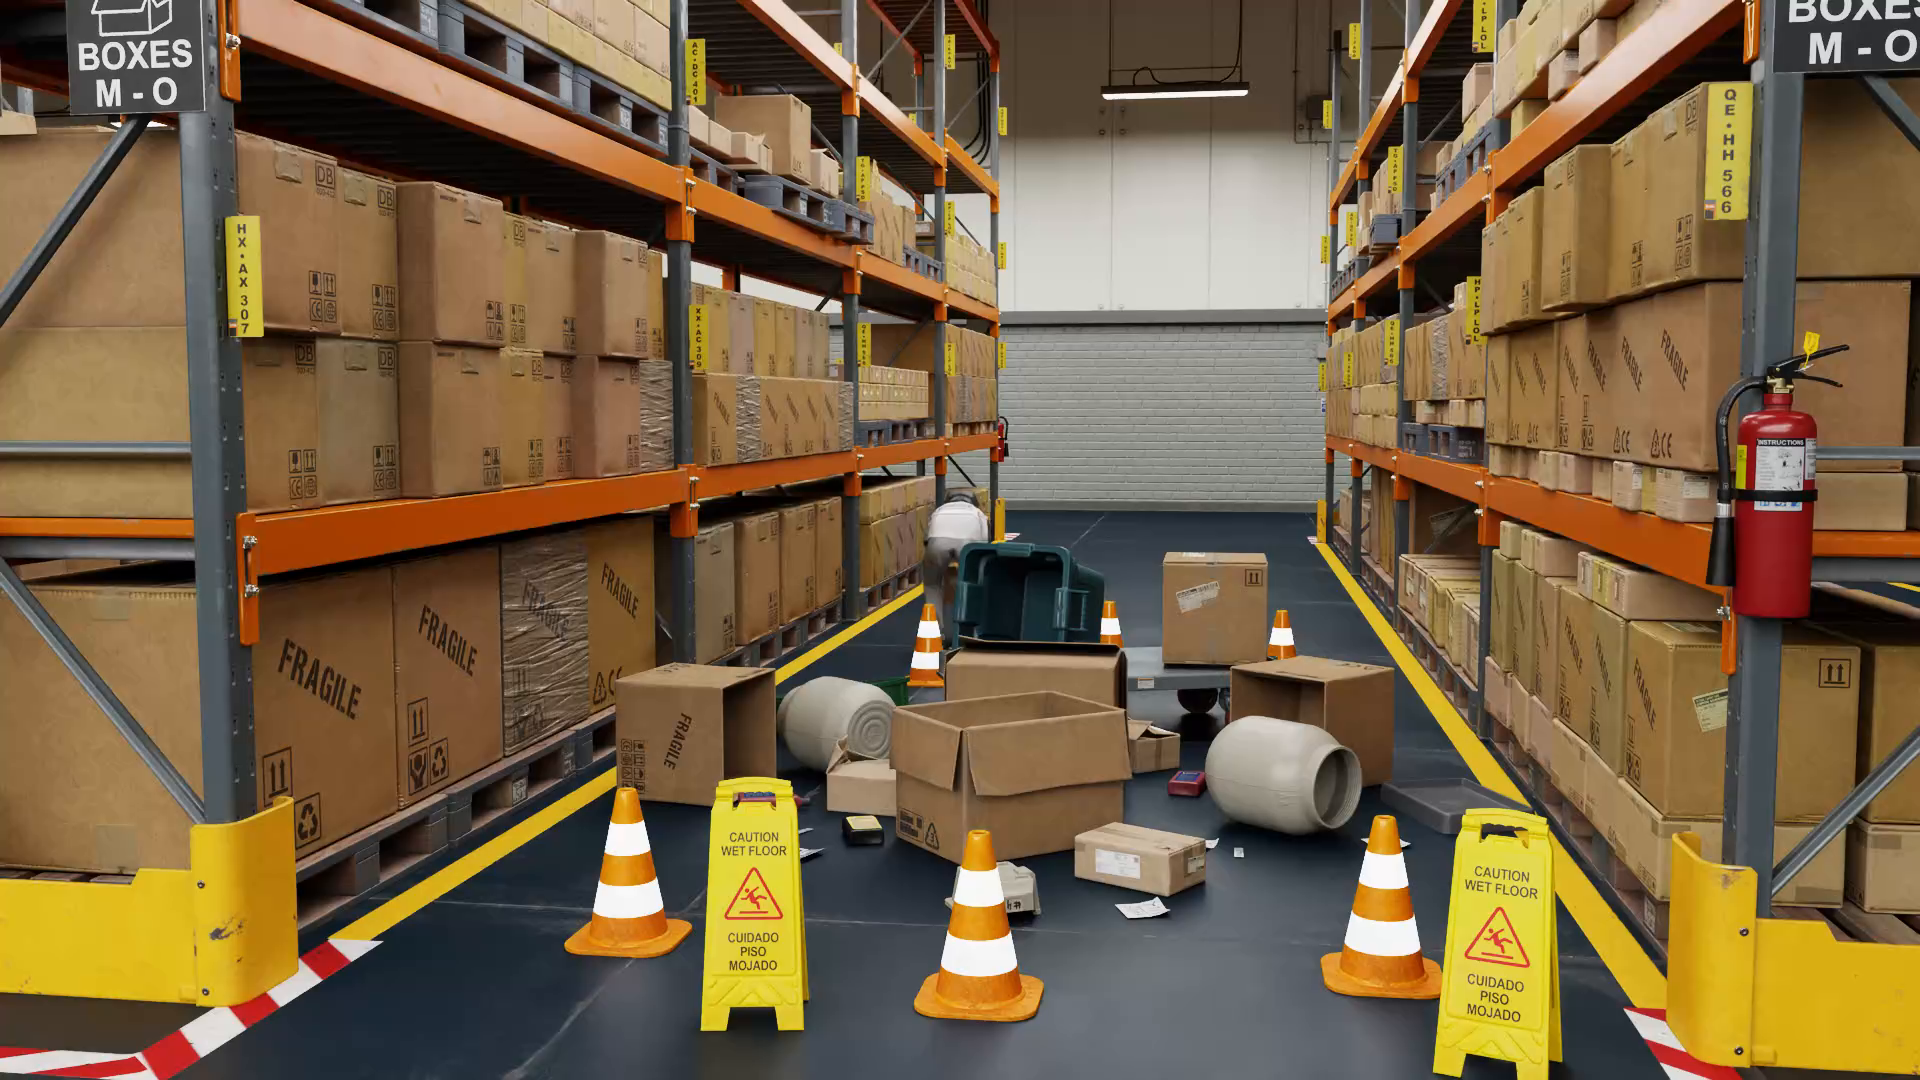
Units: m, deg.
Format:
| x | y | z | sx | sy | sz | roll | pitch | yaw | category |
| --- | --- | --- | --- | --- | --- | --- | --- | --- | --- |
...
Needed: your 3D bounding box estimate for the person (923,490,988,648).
| x | y | z | sx | sy | sz | roll | pitch | yaw | category |
| --- | --- | --- | --- | --- | --- | --- | --- | --- | --- |
| -0.019 | 0.198 | 11.308 | 0.456 | 1.047 | 0.922 | 0 | 5 | 5 | person |
